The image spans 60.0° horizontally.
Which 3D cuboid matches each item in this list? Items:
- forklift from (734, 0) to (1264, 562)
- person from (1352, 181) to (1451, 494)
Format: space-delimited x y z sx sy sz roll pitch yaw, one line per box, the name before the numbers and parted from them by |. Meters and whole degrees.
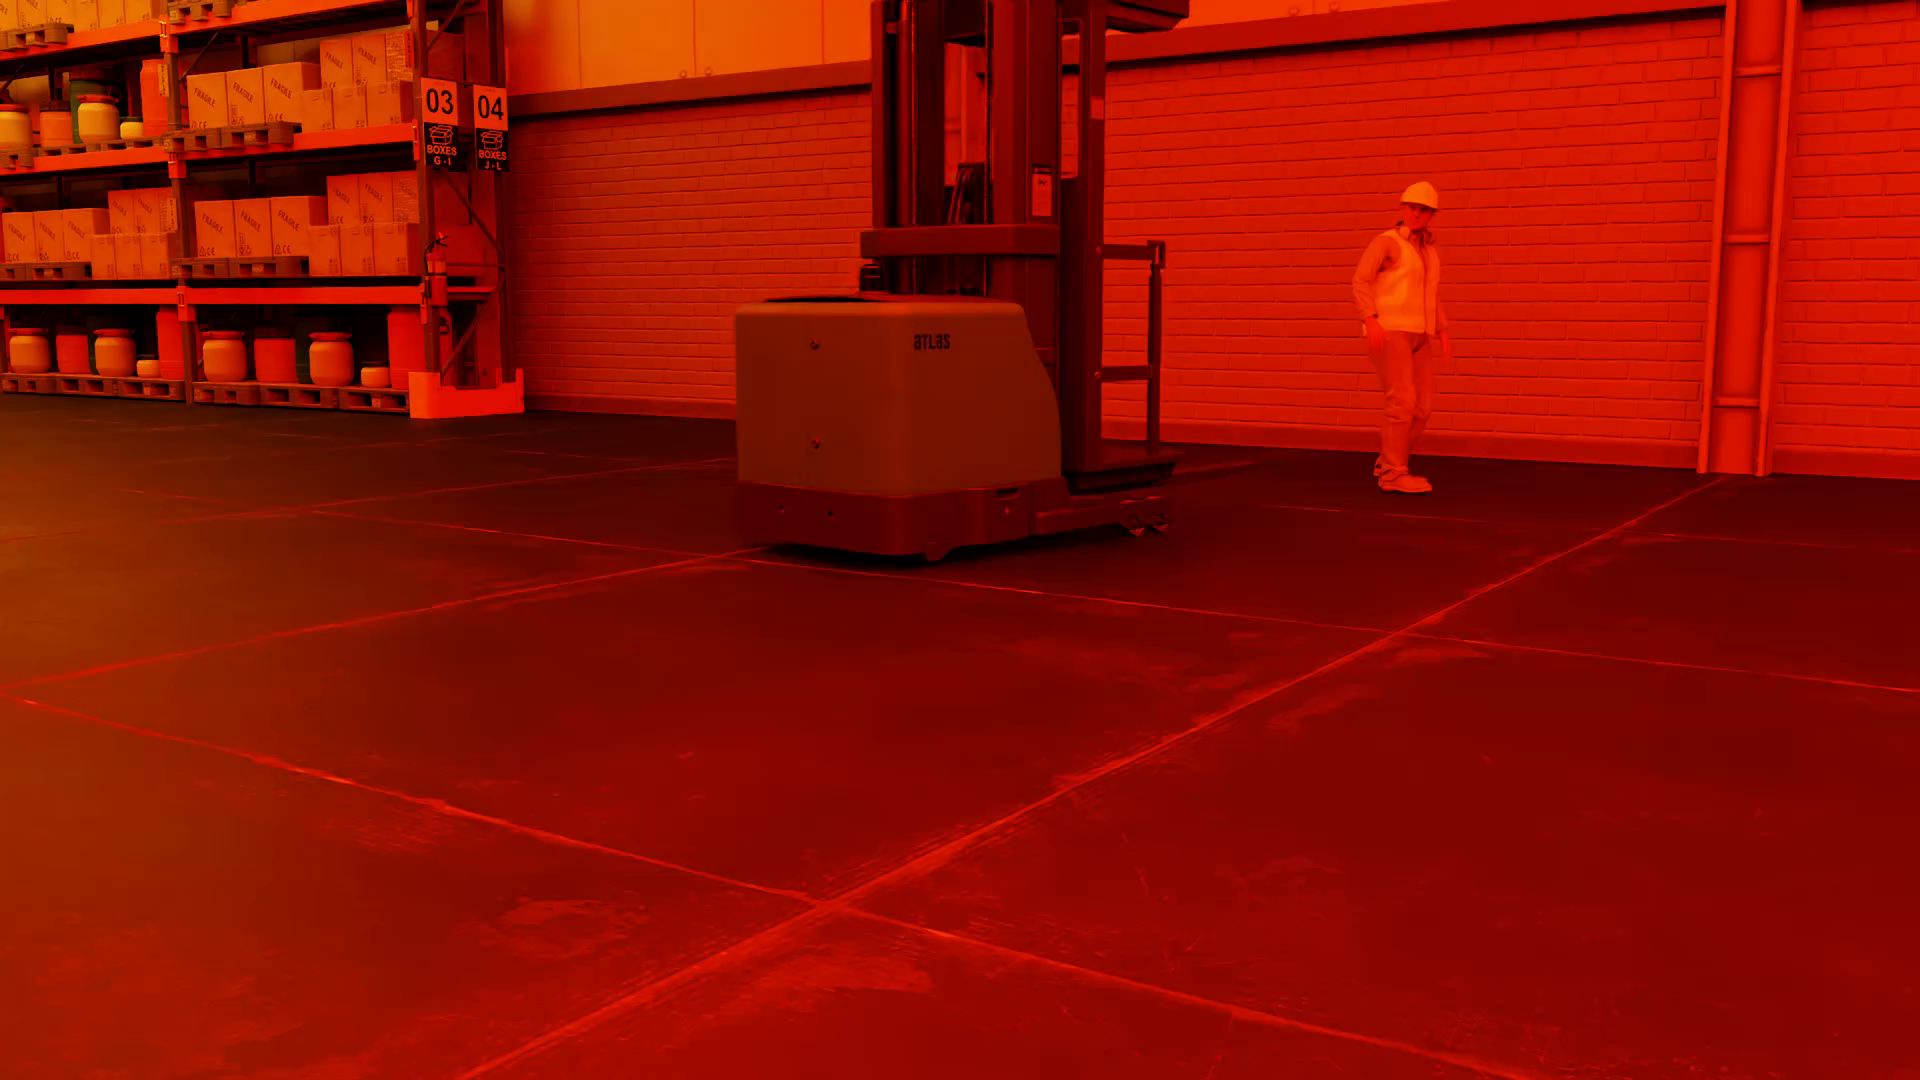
forklift | 0.371 -1.518 7.871 1.130 2.935 3.031 7 11 42
person | 2.607 -1.167 9.562 0.729 1.761 0.511 -8 11 -43
